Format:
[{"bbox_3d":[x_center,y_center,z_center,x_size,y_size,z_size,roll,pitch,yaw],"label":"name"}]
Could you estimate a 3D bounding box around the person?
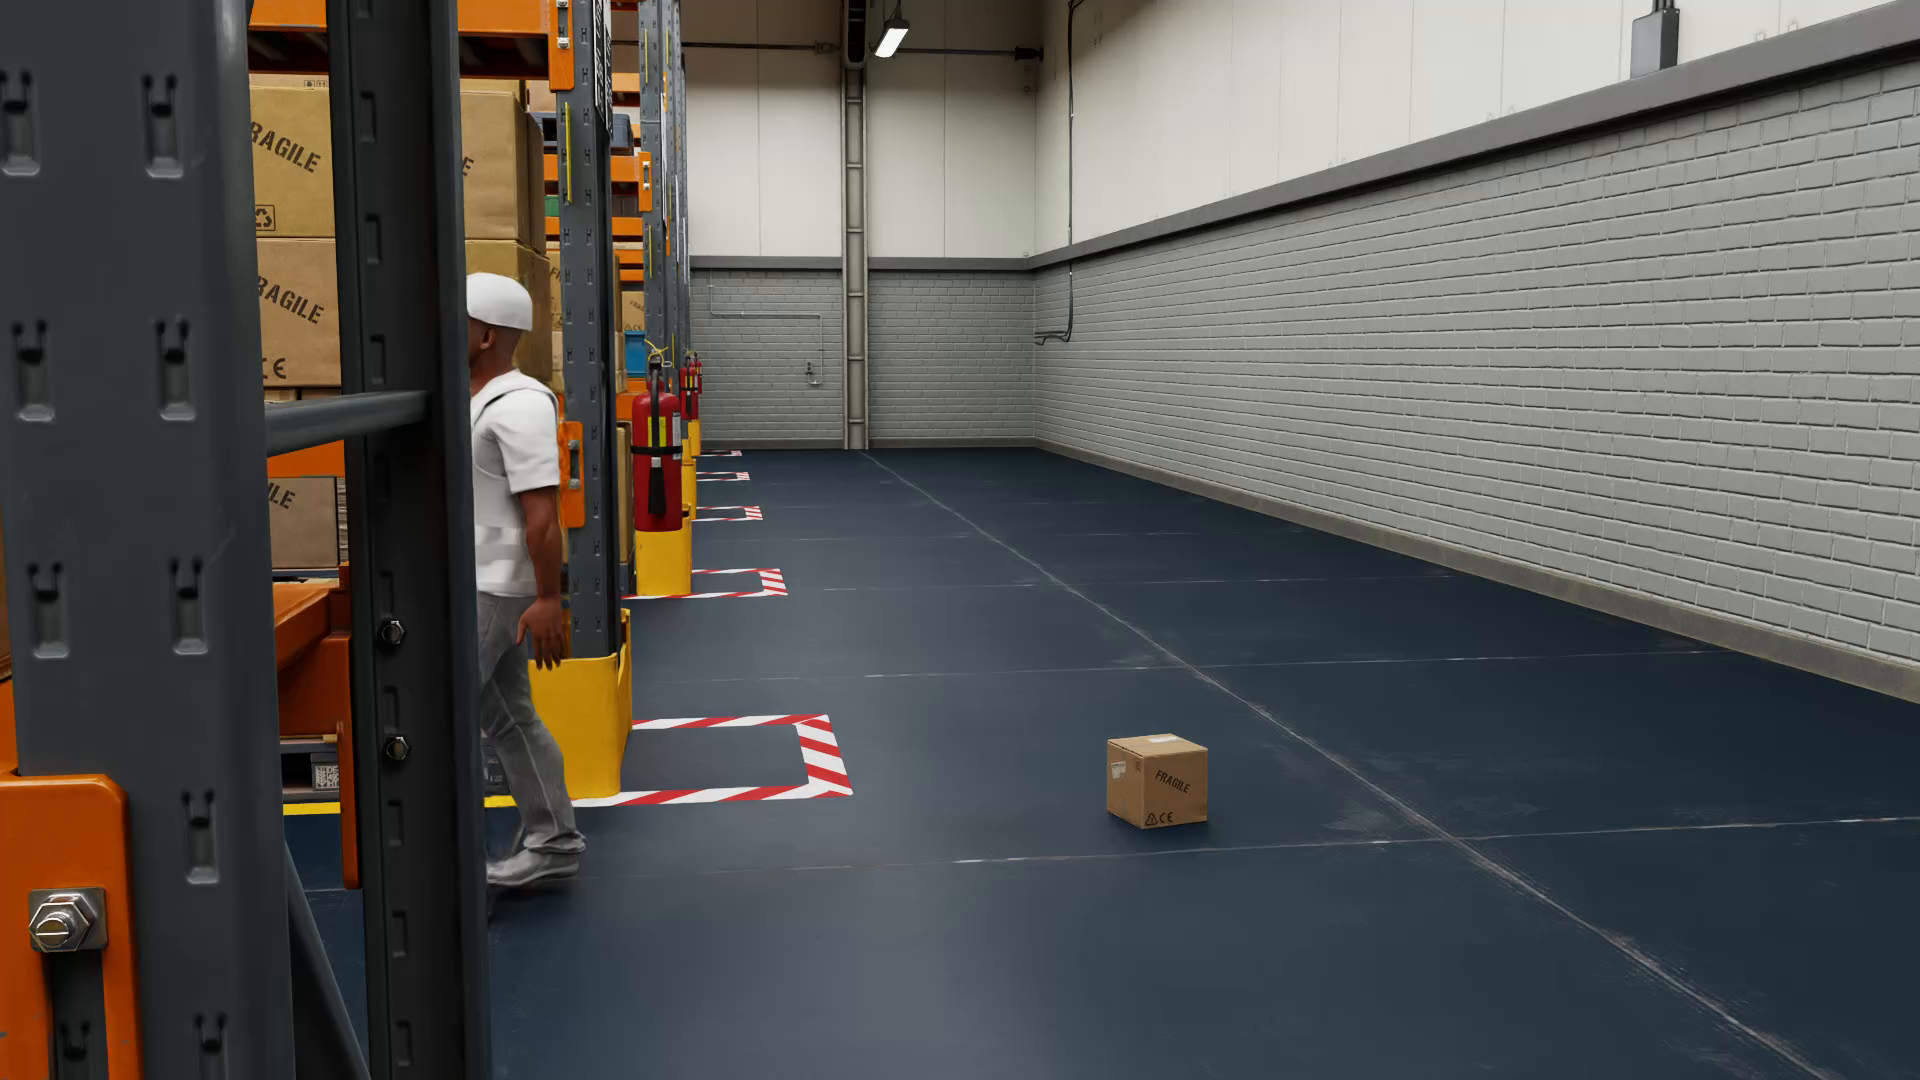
[{"bbox_3d":[-1.350,0.175,4.651,0.607,1.829,0.621,-3,7,-28],"label":"person"}]
